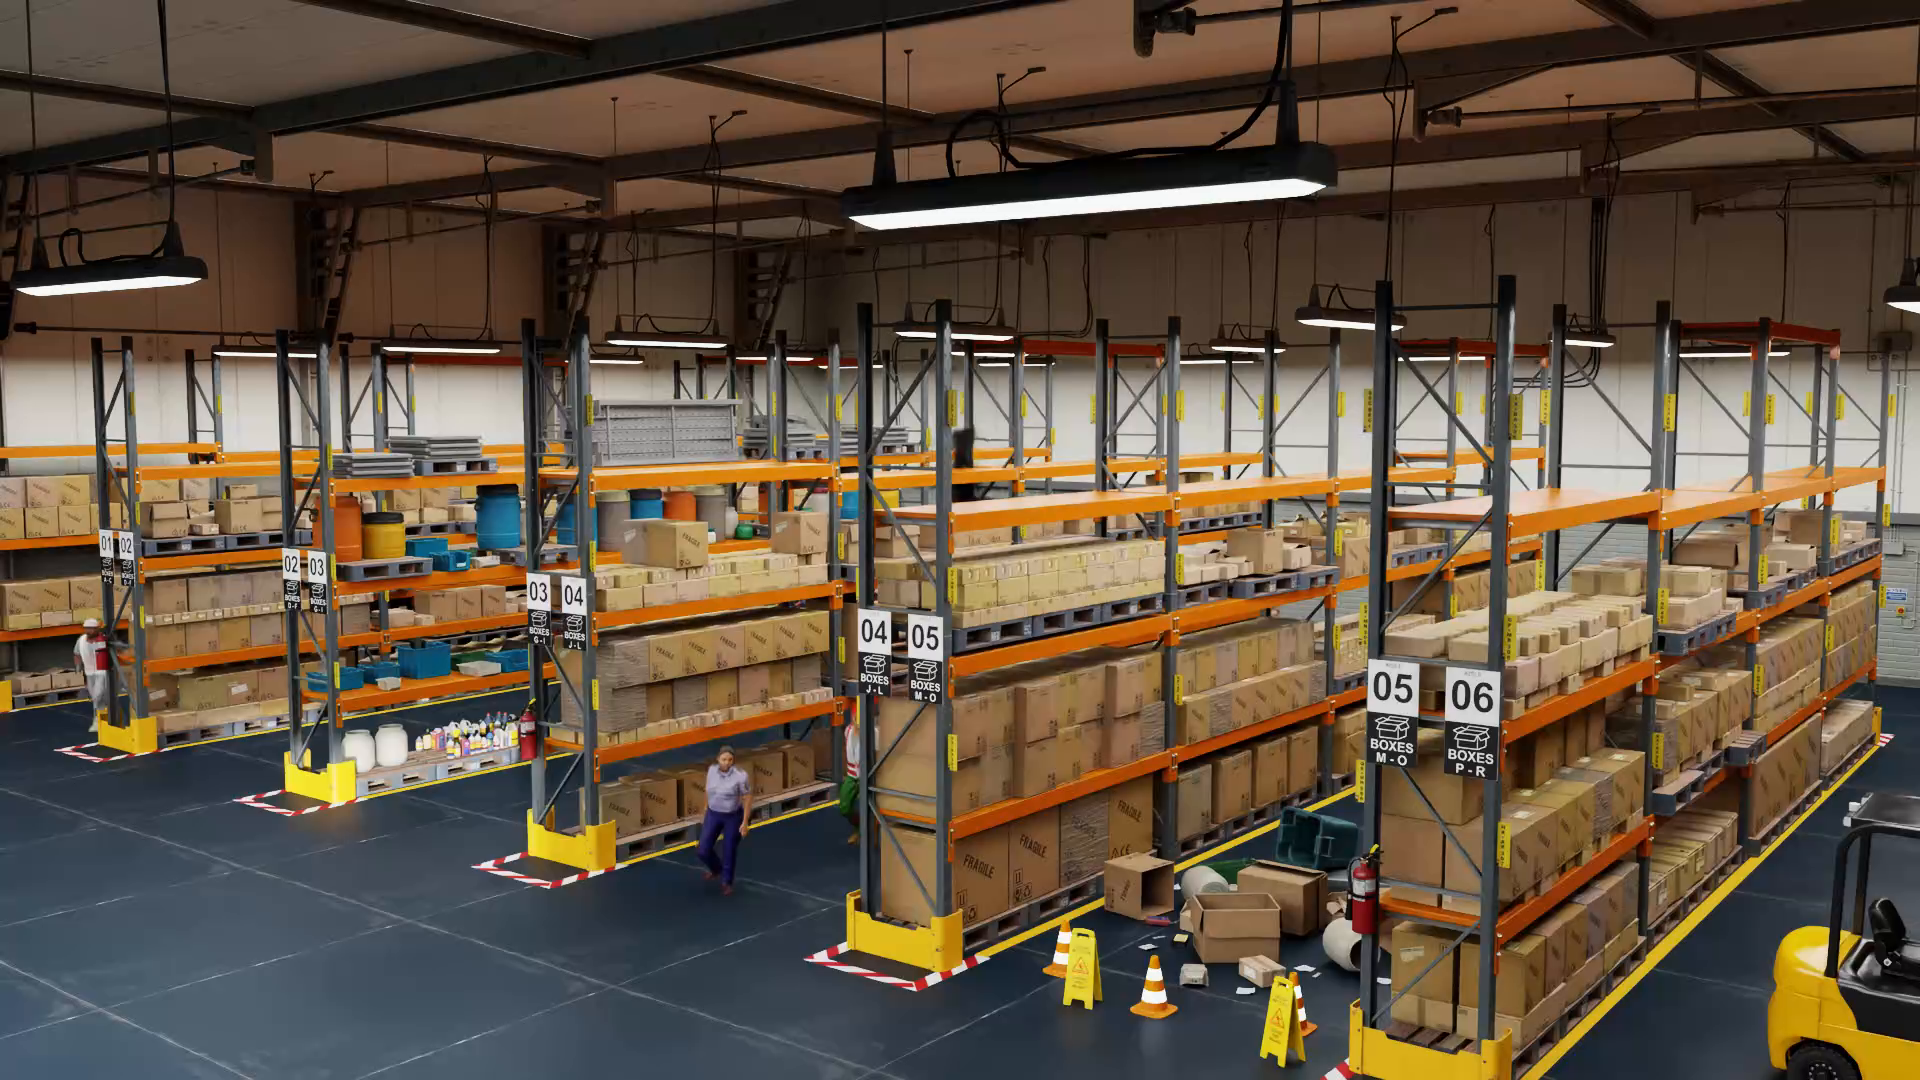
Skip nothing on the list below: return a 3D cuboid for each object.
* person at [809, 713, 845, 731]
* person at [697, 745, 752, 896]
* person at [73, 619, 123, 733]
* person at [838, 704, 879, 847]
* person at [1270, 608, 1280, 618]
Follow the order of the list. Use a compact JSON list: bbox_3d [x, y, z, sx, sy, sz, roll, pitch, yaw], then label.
[{"bbox_3d":[-1.919,2.215,24.114,0.615,1.801,0.822,2,6,26],"label":"person"},{"bbox_3d":[-2.438,2.879,17.187,0.649,1.609,0.535,1,5,10],"label":"person"},{"bbox_3d":[-13.308,2.058,25.757,0.689,1.743,0.900,0,5,3],"label":"person"},{"bbox_3d":[-1.118,2.663,18.629,0.667,1.723,0.788,3,6,27],"label":"person"},{"bbox_3d":[5.232,1.947,27.546,0.663,1.678,0.772,2,6,26],"label":"person"}]
